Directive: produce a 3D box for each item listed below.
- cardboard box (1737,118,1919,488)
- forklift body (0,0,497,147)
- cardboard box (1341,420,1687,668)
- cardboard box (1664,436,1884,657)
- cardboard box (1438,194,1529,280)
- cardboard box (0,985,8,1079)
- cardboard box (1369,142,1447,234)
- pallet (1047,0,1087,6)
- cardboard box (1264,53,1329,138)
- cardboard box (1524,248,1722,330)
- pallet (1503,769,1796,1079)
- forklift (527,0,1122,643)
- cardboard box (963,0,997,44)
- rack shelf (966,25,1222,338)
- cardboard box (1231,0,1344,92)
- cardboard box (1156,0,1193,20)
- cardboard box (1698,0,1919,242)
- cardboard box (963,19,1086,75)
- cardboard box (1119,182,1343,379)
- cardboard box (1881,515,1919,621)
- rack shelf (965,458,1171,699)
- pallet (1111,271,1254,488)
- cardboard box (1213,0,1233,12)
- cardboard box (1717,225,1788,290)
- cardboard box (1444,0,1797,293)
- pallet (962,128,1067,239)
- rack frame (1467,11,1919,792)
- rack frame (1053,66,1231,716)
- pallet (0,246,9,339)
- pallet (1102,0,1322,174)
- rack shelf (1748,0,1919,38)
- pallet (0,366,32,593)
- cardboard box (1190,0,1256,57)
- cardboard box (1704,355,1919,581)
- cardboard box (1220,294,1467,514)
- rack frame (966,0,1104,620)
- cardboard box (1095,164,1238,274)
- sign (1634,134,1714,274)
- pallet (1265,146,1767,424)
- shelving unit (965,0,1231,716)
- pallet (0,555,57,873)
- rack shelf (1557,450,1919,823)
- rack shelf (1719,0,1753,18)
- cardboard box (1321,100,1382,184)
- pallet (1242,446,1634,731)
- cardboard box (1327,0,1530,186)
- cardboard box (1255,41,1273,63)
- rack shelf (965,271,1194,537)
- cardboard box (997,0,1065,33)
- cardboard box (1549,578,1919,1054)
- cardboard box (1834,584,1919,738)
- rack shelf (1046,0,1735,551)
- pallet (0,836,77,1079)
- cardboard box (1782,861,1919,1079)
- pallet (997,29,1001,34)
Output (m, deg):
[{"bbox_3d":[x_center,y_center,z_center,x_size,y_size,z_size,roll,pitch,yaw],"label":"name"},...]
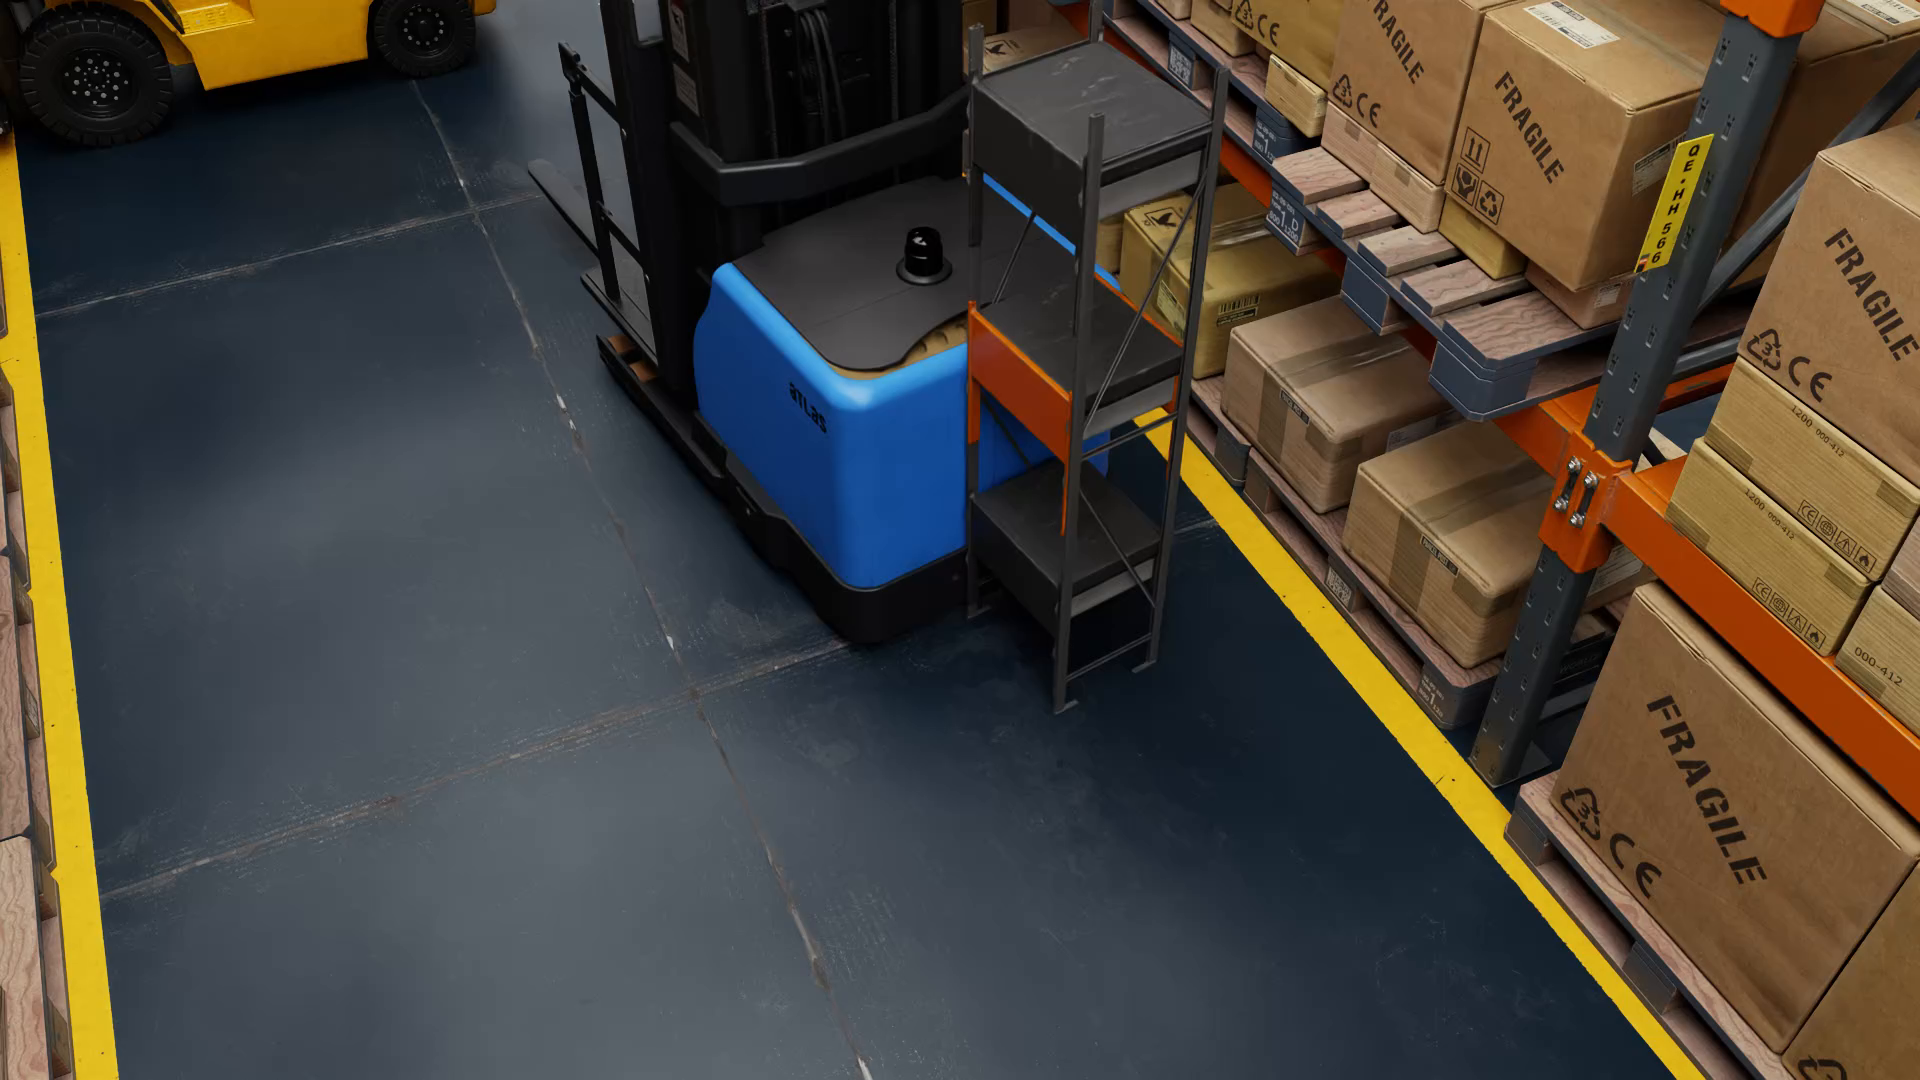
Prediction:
[{"bbox_3d":[2.009,-0.506,3.345,0.500,0.500,0.500,-20,48,-19],"label":"cardboard box"},{"bbox_3d":[-3.390,-3.160,7.421,2.313,2.155,1.214,-18,47,-17],"label":"forklift body"},{"bbox_3d":[1.795,-0.079,5.266,0.950,0.372,0.625,-21,48,-20],"label":"cardboard box"},{"bbox_3d":[2.001,-0.062,3.784,0.500,0.250,0.500,-19,48,-18],"label":"cardboard box"},{"bbox_3d":[1.494,-0.850,4.356,0.380,0.149,0.250,-17,47,-17],"label":"cardboard box"},{"bbox_3d":[-2.728,1.261,3.728,0.875,0.625,0.625,-17,47,-16],"label":"cardboard box"},{"bbox_3d":[1.347,-0.998,4.505,0.380,0.149,0.250,-18,48,-18],"label":"cardboard box"},{"bbox_3d":[0.531,-2.452,6.236,1.003,0.211,1.213,-18,47,-17],"label":"pallet"},{"bbox_3d":[1.120,-1.332,4.844,0.380,0.149,0.250,-17,47,-17],"label":"cardboard box"},{"bbox_3d":[1.672,-0.701,4.205,0.380,0.149,0.250,-16,47,-16],"label":"cardboard box"},{"bbox_3d":[2.287,1.016,4.570,1.003,0.211,1.213,-18,47,-17],"label":"pallet"},{"bbox_3d":[-0.723,-1.724,5.410,1.130,2.935,3.031,-25,50,-23],"label":"forklift"},{"bbox_3d":[-0.151,-2.519,7.826,0.500,0.250,0.500,-16,47,-16],"label":"cardboard box"},{"bbox_3d":[0.326,-0.910,4.200,0.431,0.518,0.480,-25,50,-23],"label":"rack shelf"},{"bbox_3d":[1.140,-1.648,4.702,0.500,0.500,0.500,-21,48,-20],"label":"cardboard box"},{"bbox_3d":[0.810,-1.826,5.345,0.380,0.149,0.250,-16,47,-16],"label":"cardboard box"},{"bbox_3d":[2.044,-1.148,4.195,0.500,0.500,0.500,-19,48,-19],"label":"cardboard box"},{"bbox_3d":[0.565,-1.931,7.143,0.950,0.372,0.625,-17,47,-17],"label":"cardboard box"},{"bbox_3d":[1.164,-1.031,6.232,0.950,0.372,0.625,-17,47,-16],"label":"cardboard box"},{"bbox_3d":[2.229,0.099,3.264,0.500,0.250,0.500,-17,47,-16],"label":"cardboard box"},{"bbox_3d":[0.326,0.087,5.183,0.431,0.518,0.480,-25,50,-23],"label":"rack shelf"},{"bbox_3d":[1.187,-0.784,6.394,1.003,0.211,1.213,-18,47,-17],"label":"pallet"},{"bbox_3d":[0.911,-1.996,5.055,0.500,0.500,0.500,-20,48,-19],"label":"cardboard box"},{"bbox_3d":[2.056,-0.824,4.329,0.380,0.149,0.250,-21,48,-20],"label":"cardboard box"},{"bbox_3d":[1.580,-1.000,4.046,0.500,0.500,0.500,-19,48,-19],"label":"cardboard box"},{"bbox_3d":[0.670,-1.562,7.183,1.003,0.211,1.213,-18,47,-17],"label":"pallet"},{"bbox_3d":[2.024,-0.502,4.123,1.000,3.000,0.127,-18,47,-17],"label":"rack frame"},{"bbox_3d":[0.460,-0.278,4.537,0.400,2.100,0.015,-25,50,-23],"label":"rack frame"},{"bbox_3d":[-4.457,-1.109,6.723,1.003,0.211,1.213,-18,47,-17],"label":"pallet"},{"bbox_3d":[1.154,-1.683,5.456,1.003,0.211,1.213,-18,47,-17],"label":"pallet"},{"bbox_3d":[2.865,-0.039,2.030,1.077,0.370,4.000,-18,47,-17],"label":"rack shelf"},{"bbox_3d":[-3.815,-0.132,5.733,1.003,0.211,1.213,-18,47,-17],"label":"pallet"},{"bbox_3d":[0.949,-1.665,5.182,0.380,0.149,0.250,-19,48,-19],"label":"cardboard box"},{"bbox_3d":[2.013,-0.230,3.599,0.500,0.250,0.500,-18,47,-18],"label":"cardboard box"},{"bbox_3d":[1.478,-0.546,5.740,0.950,0.372,0.625,-19,48,-18],"label":"cardboard box"},{"bbox_3d":[0.191,-0.564,4.827,0.400,2.100,0.015,-25,50,-23],"label":"rack frame"},{"bbox_3d":[0.870,-1.474,6.680,0.950,0.372,0.625,-15,47,-15],"label":"cardboard box"},{"bbox_3d":[1.535,-0.719,3.575,0.100,0.325,0.005,-18,47,-17],"label":"sign"},{"bbox_3d":[1.627,-0.856,4.618,1.213,0.211,1.003,-18,47,-17],"label":"pallet"},{"bbox_3d":[0.326,-0.421,4.682,0.431,2.100,0.503,-25,50,-23],"label":"shelving unit"},{"bbox_3d":[-3.298,0.647,4.944,1.003,0.211,1.213,-18,47,-17],"label":"pallet"},{"bbox_3d":[2.865,1.029,3.084,1.077,0.370,4.000,-18,47,-17],"label":"rack shelf"},{"bbox_3d":[1.183,-2.588,4.613,1.077,0.370,4.000,-18,47,-17],"label":"rack shelf"},{"bbox_3d":[1.249,-1.161,4.670,0.380,0.149,0.250,-20,48,-19],"label":"cardboard box"},{"bbox_3d":[1.696,-0.007,5.607,1.003,0.211,1.213,-18,47,-17],"label":"pallet"},{"bbox_3d":[1.353,-1.326,4.377,0.500,0.500,0.500,-19,48,-18],"label":"cardboard box"},{"bbox_3d":[1.129,-1.529,5.044,0.380,0.149,0.250,-18,47,-17],"label":"cardboard box"},{"bbox_3d":[0.326,-0.412,4.692,0.431,0.518,0.480,-25,50,-23],"label":"rack shelf"},{"bbox_3d":[0.339,-2.677,7.986,0.500,0.250,0.500,-20,48,-19],"label":"cardboard box"},{"bbox_3d":[2.239,0.570,4.250,0.875,0.875,0.875,-18,48,-18],"label":"cardboard box"},{"bbox_3d":[2.233,0.260,3.458,0.500,0.250,0.500,-19,48,-19],"label":"cardboard box"},{"bbox_3d":[1.183,-1.520,5.667,1.077,0.370,4.000,-18,47,-17],"label":"rack shelf"},{"bbox_3d":[-2.789,1.423,4.157,1.003,0.211,1.213,-18,47,-17],"label":"pallet"},{"bbox_3d":[2.610,1.140,3.673,0.875,0.875,0.875,-17,47,-17],"label":"cardboard box"},{"bbox_3d":[0.027,-2.476,8.109,1.003,0.211,1.213,-18,47,-17],"label":"pallet"}]
